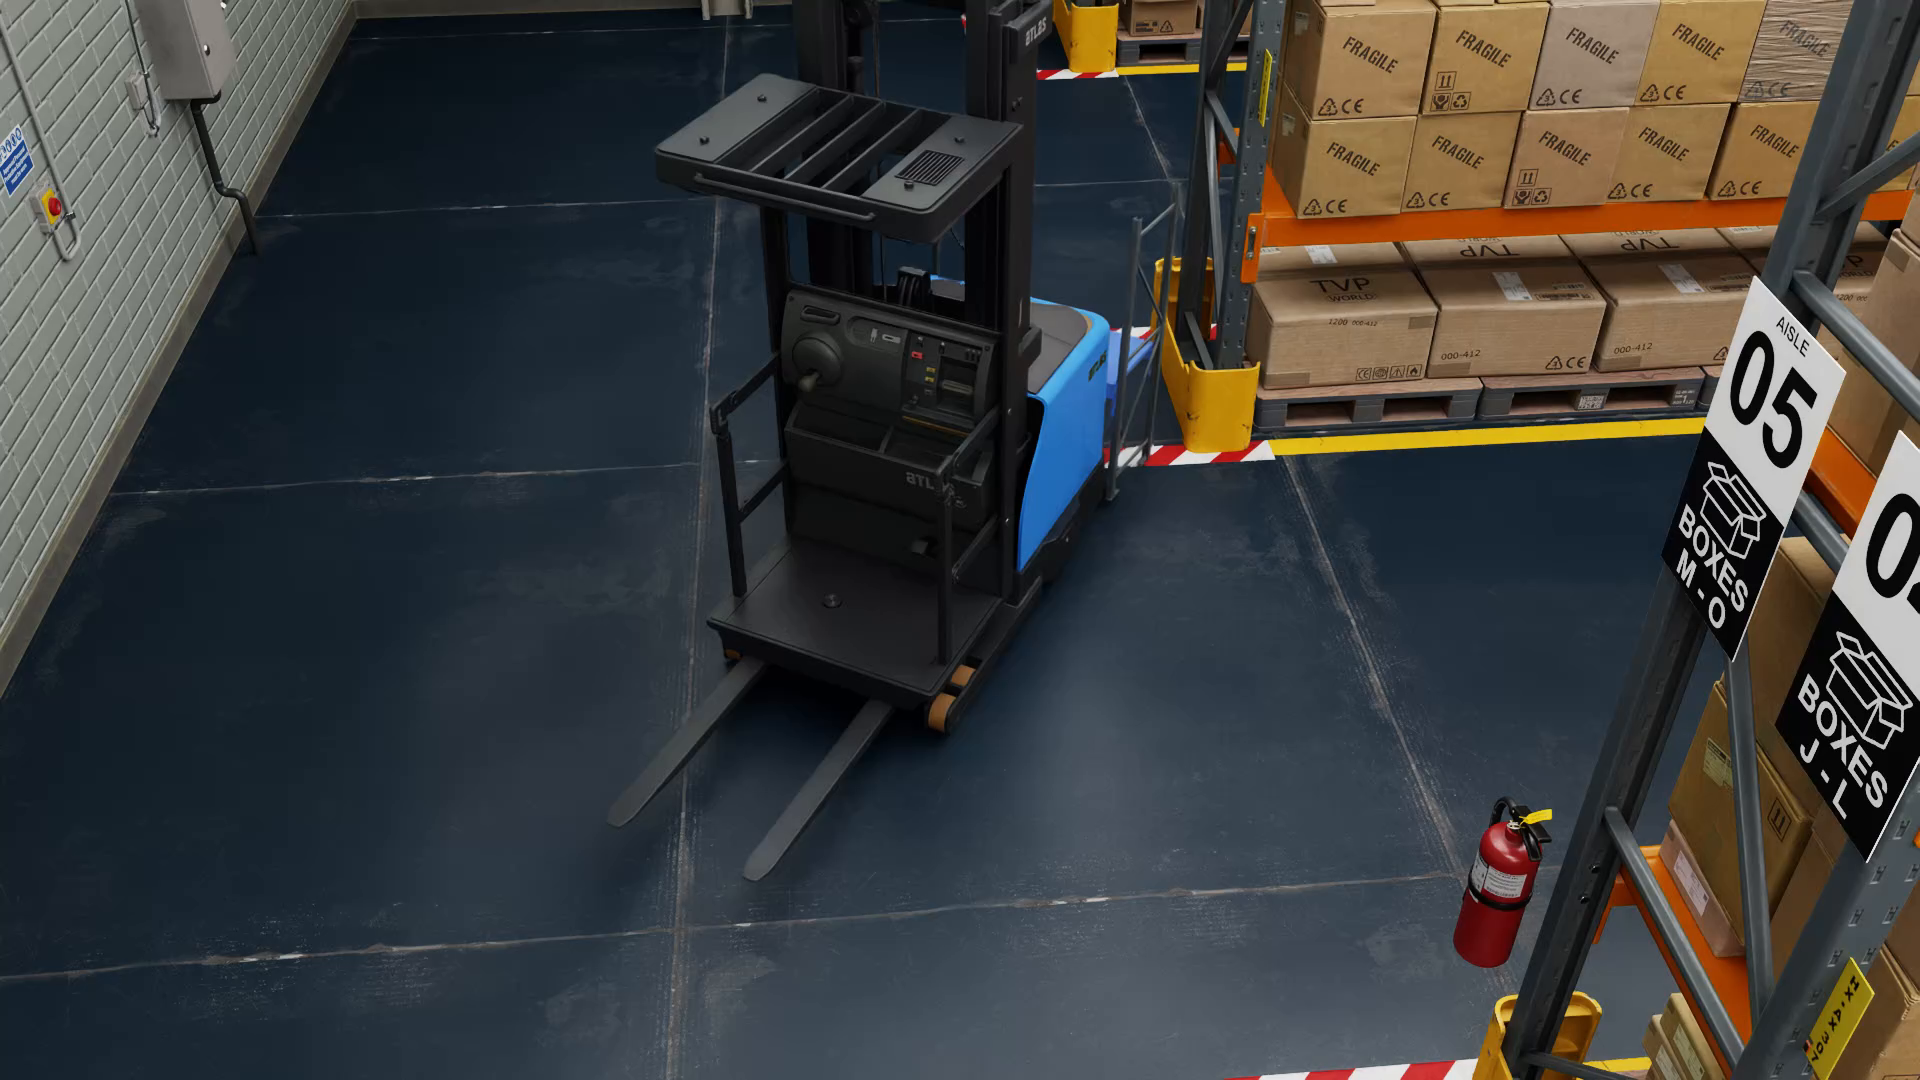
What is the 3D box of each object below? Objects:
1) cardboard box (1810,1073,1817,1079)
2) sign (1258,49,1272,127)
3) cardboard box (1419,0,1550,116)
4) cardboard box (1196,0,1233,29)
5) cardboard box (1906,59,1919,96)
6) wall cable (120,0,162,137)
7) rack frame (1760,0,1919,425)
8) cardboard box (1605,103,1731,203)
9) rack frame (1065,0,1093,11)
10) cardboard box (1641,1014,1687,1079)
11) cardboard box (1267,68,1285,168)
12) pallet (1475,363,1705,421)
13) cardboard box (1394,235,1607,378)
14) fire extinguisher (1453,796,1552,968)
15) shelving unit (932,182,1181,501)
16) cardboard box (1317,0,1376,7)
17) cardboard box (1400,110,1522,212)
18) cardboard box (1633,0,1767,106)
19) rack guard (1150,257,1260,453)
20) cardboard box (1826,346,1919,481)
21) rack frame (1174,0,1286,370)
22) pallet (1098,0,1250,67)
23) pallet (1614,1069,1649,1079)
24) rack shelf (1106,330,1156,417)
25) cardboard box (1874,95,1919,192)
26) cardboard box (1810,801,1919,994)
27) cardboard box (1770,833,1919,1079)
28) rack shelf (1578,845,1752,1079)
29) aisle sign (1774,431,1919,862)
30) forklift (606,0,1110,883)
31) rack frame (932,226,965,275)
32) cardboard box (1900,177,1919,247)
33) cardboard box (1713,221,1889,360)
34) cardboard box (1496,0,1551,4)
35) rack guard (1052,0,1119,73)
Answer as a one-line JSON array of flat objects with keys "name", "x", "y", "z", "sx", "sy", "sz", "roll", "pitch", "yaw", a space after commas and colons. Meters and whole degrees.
[{"name": "cardboard box", "x": 2.214, "y": 1.336, "z": 4.160, "sx": 0.250, "sy": 0.149, "sz": 0.380, "roll": -3, "pitch": 38, "yaw": -4}, {"name": "sign", "x": 1.366, "y": -2.024, "z": 7.453, "sx": 0.005, "sy": 0.325, "sz": 0.100, "roll": -3, "pitch": 38, "yaw": -4}, {"name": "cardboard box", "x": 2.340, "y": -2.311, "z": 7.691, "sx": 0.500, "sy": 0.500, "sz": 0.500, "roll": -4, "pitch": 38, "yaw": -5}, {"name": "cardboard box", "x": 1.924, "y": -4.078, "z": 12.782, "sx": 0.250, "sy": 0.149, "sz": 0.380, "roll": -5, "pitch": 39, "yaw": -6}, {"name": "cardboard box", "x": 4.355, "y": -2.428, "z": 7.840, "sx": 0.500, "sy": 0.500, "sz": 0.500, "roll": -4, "pitch": 38, "yaw": -5}, {"name": "wall cable", "x": -4.429, "y": -2.945, "z": 8.563, "sx": 0.122, "sy": 1.984, "sz": 0.588, "roll": -3, "pitch": 38, "yaw": -4}, {"name": "rack frame", "x": 1.862, "y": -1.302, "z": 2.458, "sx": 0.127, "sy": 3.000, "sz": 1.000, "roll": -3, "pitch": 38, "yaw": -4}, {"name": "cardboard box", "x": 3.333, "y": -1.984, "z": 8.084, "sx": 0.500, "sy": 0.500, "sz": 0.500, "roll": -2, "pitch": 38, "yaw": -2}, {"name": "rack frame", "x": 0.879, "y": -5.058, "z": 12.061, "sx": 0.127, "sy": 3.000, "sz": 1.000, "roll": -3, "pitch": 38, "yaw": -4}, {"name": "cardboard box", "x": 2.362, "y": 1.685, "z": 5.237, "sx": 0.250, "sy": 0.149, "sz": 0.380, "roll": -4, "pitch": 38, "yaw": -5}, {"name": "cardboard box", "x": 1.780, "y": -2.225, "z": 8.389, "sx": 0.500, "sy": 0.500, "sz": 0.500, "roll": -3, "pitch": 38, "yaw": -4}, {"name": "pallet", "x": 3.325, "y": -1.058, "z": 9.243, "sx": 1.213, "sy": 0.211, "sz": 1.003, "roll": -3, "pitch": 38, "yaw": -4}, {"name": "cardboard box", "x": 2.882, "y": -1.308, "z": 9.038, "sx": 0.875, "sy": 0.438, "sz": 0.875, "roll": -2, "pitch": 38, "yaw": -3}, {"name": "fire extinguisher", "x": 1.570, "y": 0.959, "z": 4.799, "sx": 0.183, "sy": 0.674, "sz": 0.296, "roll": -3, "pitch": 38, "yaw": -4}, {"name": "shelving unit", "x": 0.433, "y": -1.085, "z": 8.209, "sx": 1.048, "sy": 1.500, "sz": 0.538, "roll": 19, "pitch": 38, "yaw": 22}, {"name": "cardboard box", "x": 1.701, "y": -2.531, "z": 7.446, "sx": 0.250, "sy": 0.149, "sz": 0.380, "roll": -2, "pitch": 38, "yaw": -3}, {"name": "cardboard box", "x": 2.328, "y": -1.929, "z": 8.015, "sx": 0.500, "sy": 0.500, "sz": 0.500, "roll": -4, "pitch": 38, "yaw": -5}, {"name": "cardboard box", "x": 3.349, "y": -2.372, "z": 7.769, "sx": 0.500, "sy": 0.500, "sz": 0.500, "roll": -3, "pitch": 38, "yaw": -4}, {"name": "rack guard", "x": 1.299, "y": -1.013, "z": 8.953, "sx": 0.348, "sy": 0.500, "sz": 1.175, "roll": -3, "pitch": 38, "yaw": -4}, {"name": "cardboard box", "x": 2.291, "y": -0.254, "z": 3.672, "sx": 0.500, "sy": 0.250, "sz": 0.500, "roll": -4, "pitch": 38, "yaw": -5}, {"name": "rack frame", "x": 1.323, "y": -1.996, "z": 8.180, "sx": 0.127, "sy": 3.000, "sz": 1.000, "roll": -3, "pitch": 38, "yaw": -4}, {"name": "pallet", "x": 1.749, "y": -4.012, "z": 12.986, "sx": 1.213, "sy": 0.211, "sz": 1.003, "roll": -3, "pitch": 38, "yaw": -4}, {"name": "pallet", "x": 2.750, "y": 2.121, "z": 5.214, "sx": 1.213, "sy": 0.211, "sz": 1.003, "roll": -3, "pitch": 38, "yaw": -4}, {"name": "rack shelf", "x": 0.427, "y": -0.937, "z": 8.312, "sx": 1.000, "sy": 0.185, "sz": 0.538, "roll": 19, "pitch": 38, "yaw": 22}, {"name": "cardboard box", "x": 4.356, "y": -2.040, "z": 8.155, "sx": 0.500, "sy": 0.500, "sz": 0.500, "roll": -4, "pitch": 38, "yaw": -5}, {"name": "cardboard box", "x": 2.333, "y": 0.643, "z": 3.707, "sx": 0.500, "sy": 0.500, "sz": 0.500, "roll": -3, "pitch": 38, "yaw": -4}, {"name": "cardboard box", "x": 2.333, "y": 1.043, "z": 4.008, "sx": 0.500, "sy": 0.500, "sz": 0.500, "roll": -1, "pitch": 38, "yaw": -2}, {"name": "rack shelf", "x": 3.854, "y": 1.225, "z": 4.678, "sx": 4.000, "sy": 0.370, "sz": 1.077, "roll": -3, "pitch": 38, "yaw": -4}, {"name": "aisle sign", "x": 1.816, "y": 0.221, "z": 3.271, "sx": 0.004, "sy": 0.787, "sz": 0.394, "roll": -3, "pitch": 38, "yaw": -4}, {"name": "forklift", "x": -0.391, "y": -0.651, "z": 6.530, "sx": 1.130, "sy": 2.935, "sz": 3.031, "roll": 17, "pitch": 41, "yaw": 20}, {"name": "rack frame", "x": -0.013, "y": -1.236, "z": 8.401, "sx": 0.032, "sy": 1.500, "sz": 0.500, "roll": 19, "pitch": 38, "yaw": 22}, {"name": "cardboard box", "x": 2.167, "y": -0.618, "z": 3.408, "sx": 0.250, "sy": 0.149, "sz": 0.380, "roll": -3, "pitch": 38, "yaw": -4}, {"name": "cardboard box", "x": 4.672, "y": -1.406, "z": 9.162, "sx": 0.875, "sy": 0.438, "sz": 0.875, "roll": -4, "pitch": 38, "yaw": -5}, {"name": "cardboard box", "x": 2.485, "y": -2.558, "z": 7.481, "sx": 0.250, "sy": 0.149, "sz": 0.380, "roll": -4, "pitch": 38, "yaw": -5}, {"name": "rack guard", "x": 0.955, "y": -4.081, "z": 12.841, "sx": 0.348, "sy": 0.500, "sz": 1.175, "roll": -3, "pitch": 38, "yaw": -4}]
